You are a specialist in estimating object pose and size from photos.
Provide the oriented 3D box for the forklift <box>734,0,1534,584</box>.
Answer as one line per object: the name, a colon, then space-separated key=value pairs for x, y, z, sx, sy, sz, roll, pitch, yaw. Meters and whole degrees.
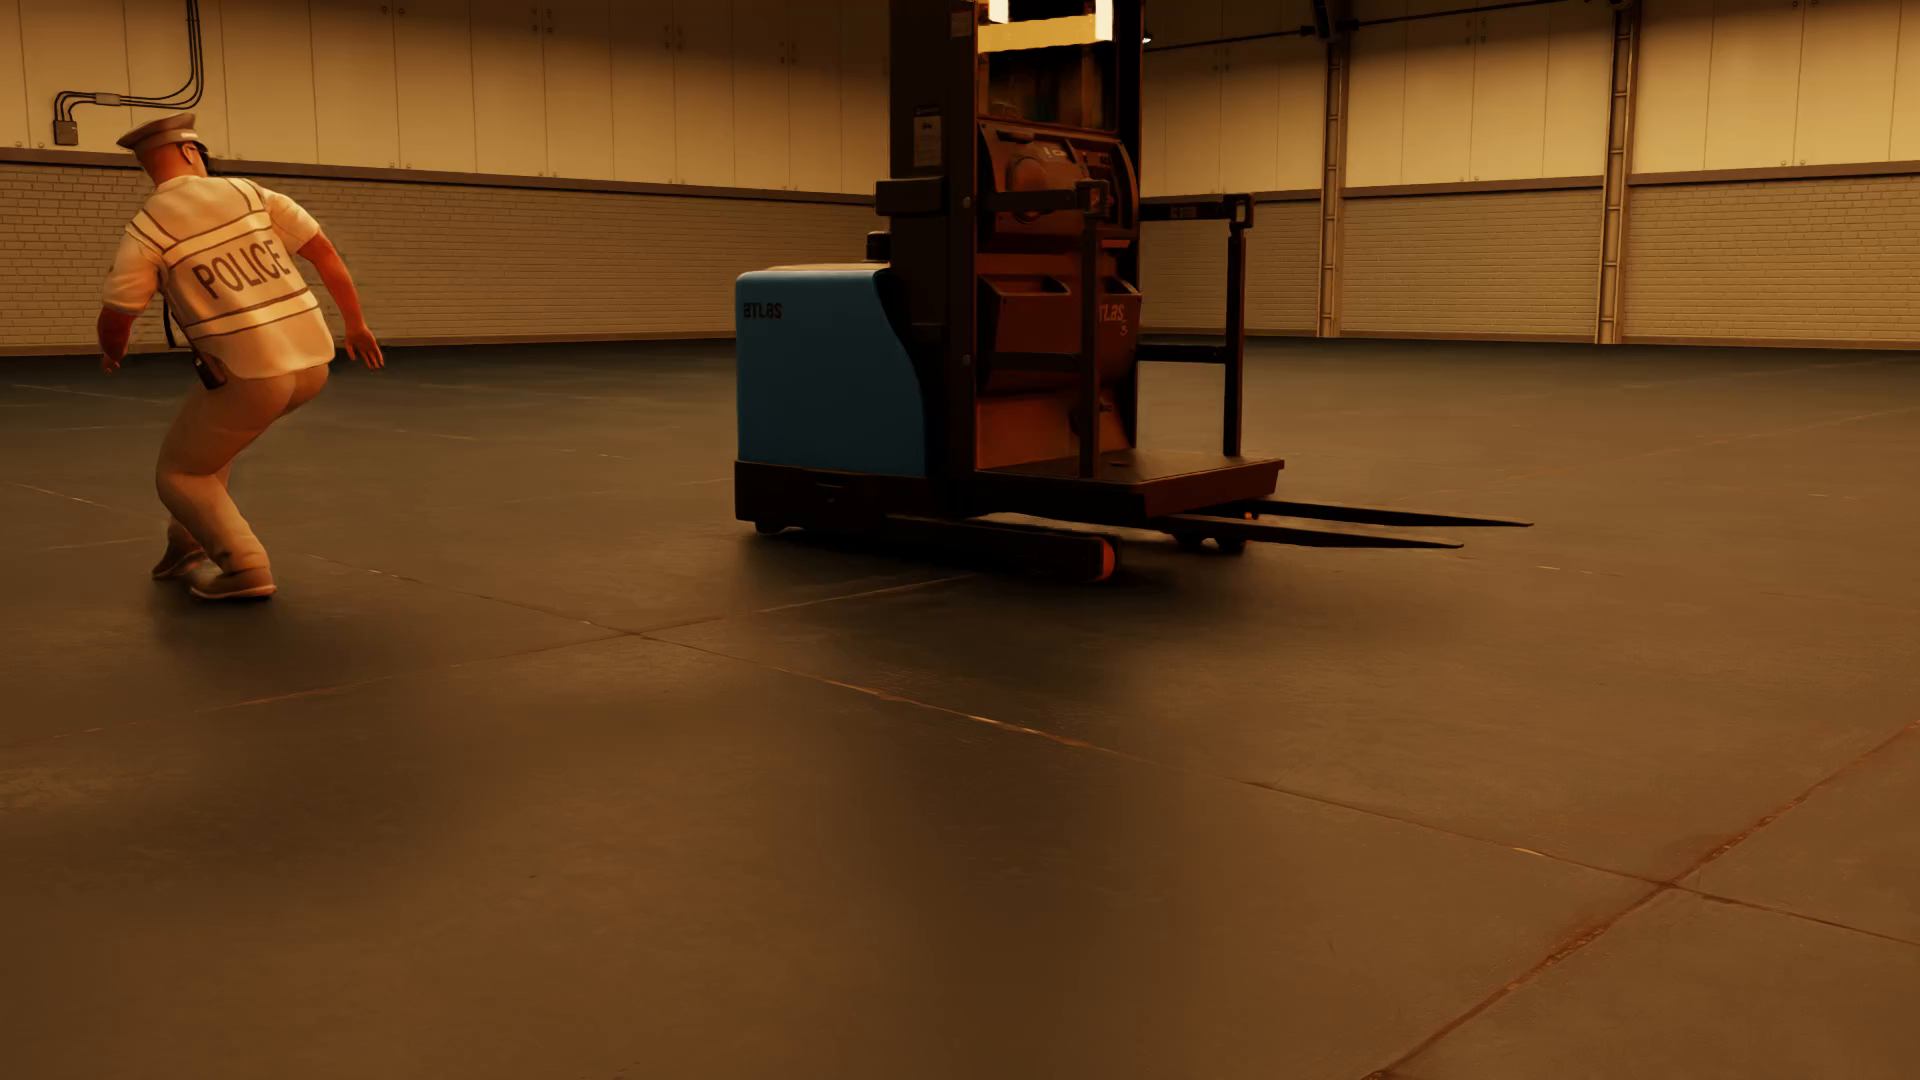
forklift: x=0.542 y=-1.388 z=6.091 sx=3.031 sy=2.935 sz=1.130 roll=7 pitch=11 yaw=38

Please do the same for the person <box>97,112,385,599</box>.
person: x=-2.494 y=-0.617 z=5.596 sx=0.791 sy=1.584 sz=0.774 roll=5 pitch=10 yaw=28
